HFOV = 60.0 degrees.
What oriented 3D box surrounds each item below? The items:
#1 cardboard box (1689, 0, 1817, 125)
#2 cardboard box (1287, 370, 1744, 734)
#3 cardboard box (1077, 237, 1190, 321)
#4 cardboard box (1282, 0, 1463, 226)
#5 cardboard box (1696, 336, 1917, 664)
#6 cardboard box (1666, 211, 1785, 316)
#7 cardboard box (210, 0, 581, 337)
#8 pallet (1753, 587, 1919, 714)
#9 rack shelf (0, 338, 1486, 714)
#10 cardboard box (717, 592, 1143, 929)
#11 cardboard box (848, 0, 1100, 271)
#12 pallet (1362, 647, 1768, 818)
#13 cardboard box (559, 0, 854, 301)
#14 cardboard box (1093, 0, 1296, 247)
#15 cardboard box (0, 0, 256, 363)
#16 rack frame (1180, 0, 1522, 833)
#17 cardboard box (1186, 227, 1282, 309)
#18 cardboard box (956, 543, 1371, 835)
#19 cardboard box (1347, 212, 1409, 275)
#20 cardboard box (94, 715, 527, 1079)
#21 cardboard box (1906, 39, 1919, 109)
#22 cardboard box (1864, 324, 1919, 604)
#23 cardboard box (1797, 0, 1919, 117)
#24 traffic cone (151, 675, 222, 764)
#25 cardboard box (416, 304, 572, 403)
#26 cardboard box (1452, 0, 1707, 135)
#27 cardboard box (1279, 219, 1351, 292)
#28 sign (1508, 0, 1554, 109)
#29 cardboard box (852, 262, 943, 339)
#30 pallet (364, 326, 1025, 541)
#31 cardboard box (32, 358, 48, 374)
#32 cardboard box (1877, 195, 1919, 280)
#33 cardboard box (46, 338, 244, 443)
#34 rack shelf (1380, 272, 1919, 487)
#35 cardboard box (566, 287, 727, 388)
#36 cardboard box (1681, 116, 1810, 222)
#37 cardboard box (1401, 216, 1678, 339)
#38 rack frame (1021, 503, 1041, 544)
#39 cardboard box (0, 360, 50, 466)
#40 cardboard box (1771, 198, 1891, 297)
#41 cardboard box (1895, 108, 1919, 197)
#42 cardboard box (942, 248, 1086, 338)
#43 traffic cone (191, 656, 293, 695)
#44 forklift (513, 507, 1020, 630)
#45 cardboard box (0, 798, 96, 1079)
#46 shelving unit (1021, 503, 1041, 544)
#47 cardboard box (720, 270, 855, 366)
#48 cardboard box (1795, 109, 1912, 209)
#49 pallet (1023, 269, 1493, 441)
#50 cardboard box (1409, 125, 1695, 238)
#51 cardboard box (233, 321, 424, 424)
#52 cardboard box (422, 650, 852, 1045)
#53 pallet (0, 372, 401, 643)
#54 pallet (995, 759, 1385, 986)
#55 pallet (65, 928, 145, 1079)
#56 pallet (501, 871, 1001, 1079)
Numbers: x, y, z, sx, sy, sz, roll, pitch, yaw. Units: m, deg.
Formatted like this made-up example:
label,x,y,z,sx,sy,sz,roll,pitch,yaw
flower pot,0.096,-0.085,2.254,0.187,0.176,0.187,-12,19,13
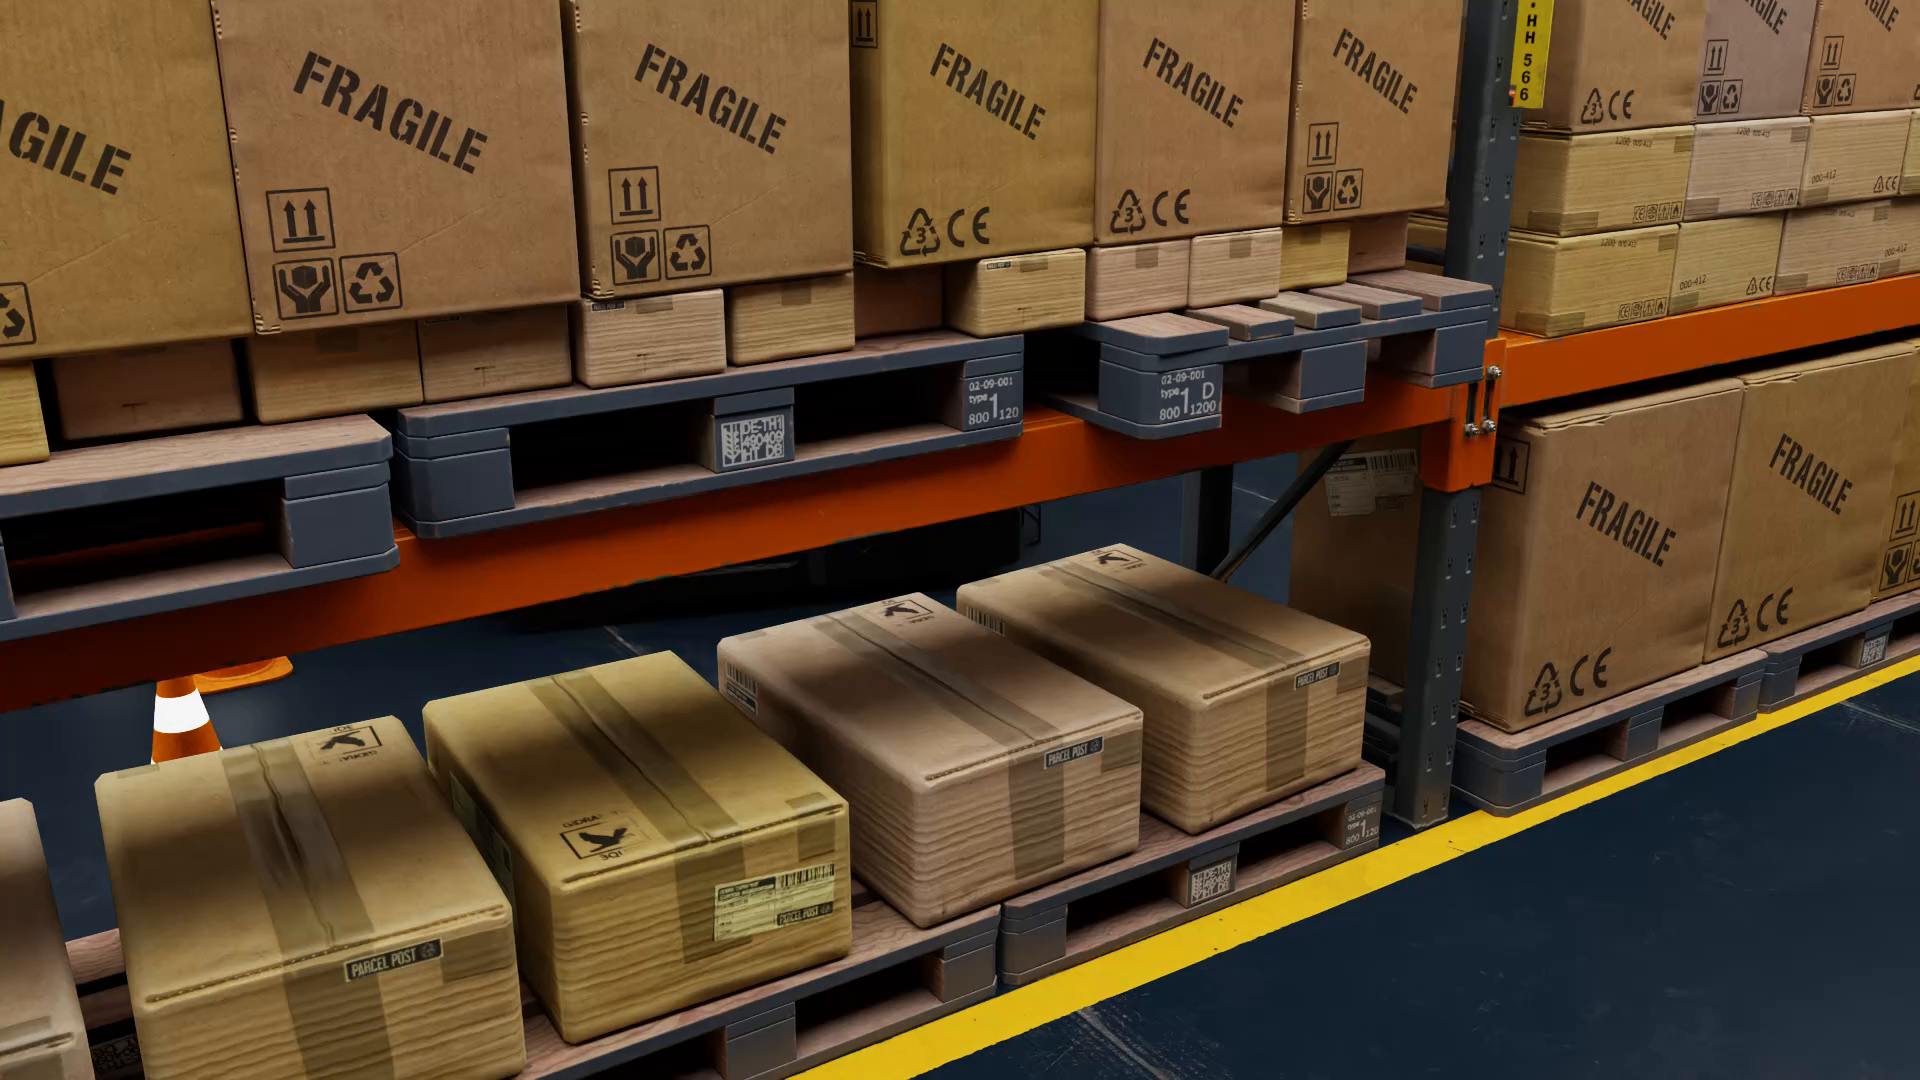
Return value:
label,x,y,z,sx,sy,sz,roll,pitch,yaw
cardboard box,1.949,-1.416,4.532,0.500,0.500,0.500,-12,22,-31
cardboard box,1.616,-0.075,4.946,0.875,0.875,0.875,-12,22,-32
cardboard box,0.264,-0.578,3.506,0.250,0.149,0.380,-13,23,-34
cardboard box,0.766,-1.016,3.791,0.500,0.500,0.500,-13,22,-33
cardboard box,2.363,-0.231,5.407,0.875,0.875,0.875,-12,22,-31
cardboard box,1.959,-0.827,4.740,0.500,0.250,0.500,-13,22,-33
cardboard box,-0.960,-0.644,2.689,0.500,0.500,0.500,-12,22,-32
pallet,2.711,0.205,5.808,1.213,0.211,1.003,-12,22,-31
rack shelf,-0.677,-0.090,3.452,4.000,0.370,1.077,-12,22,-31
cardboard box,-0.096,0.491,4.055,0.625,0.372,0.950,-12,22,-32
cardboard box,-0.080,-0.833,3.249,0.500,0.500,0.500,-14,23,-35
pallet,1.693,0.419,5.177,1.213,0.211,1.003,-12,22,-31
cardboard box,-0.537,-0.737,2.966,0.500,0.500,0.500,-13,23,-34
cardboard box,0.341,-0.922,3.513,0.500,0.500,0.500,-12,22,-32
cardboard box,-1.380,-0.560,2.443,0.500,0.500,0.500,-12,22,-31
rack frame,0.993,-0.784,4.379,0.127,3.000,1.000,-12,22,-31
cardboard box,0.479,-0.620,3.631,0.250,0.149,0.380,-12,22,-32
cardboard box,0.516,0.359,4.446,0.625,0.372,0.950,-14,23,-35
cardboard box,0.849,-0.743,3.995,0.250,0.149,0.380,-11,22,-29
cardboard box,-1.312,0.746,3.301,0.625,0.372,0.950,-10,21,-28
cardboard box,2.812,-1.591,5.050,0.500,0.500,0.500,-12,22,-31
cardboard box,3.110,-0.389,5.873,0.875,0.875,0.875,-11,22,-30
cardboard box,2.389,-1.503,4.790,0.500,0.500,0.500,-11,22,-30
traffic cone,-2.082,0.530,4.455,0.334,0.463,0.336,-12,22,-31
cardboard box,-0.859,-0.361,2.865,0.250,0.149,0.380,-12,22,-31
cardboard box,1.540,-1.326,4.266,0.500,0.500,0.500,-13,22,-33
cardboard box,0.665,-0.676,3.798,0.250,0.149,0.380,-12,22,-31
sign,1.300,-1.151,3.782,0.005,0.325,0.100,-12,22,-31
cardboard box,-0.237,-0.515,3.321,0.250,0.149,0.380,-12,22,-31
pallet,-0.638,-0.333,3.346,1.213,0.211,1.003,-12,22,-31
cardboard box,-1.644,-0.420,3.040,0.250,0.149,0.380,-12,22,-32
cardboard box,2.811,-1.005,5.269,0.500,0.250,0.500,-12,22,-31
cardboard box,-1.304,-0.284,2.637,0.250,0.149,0.380,-10,21,-28
rack shelf,2.664,-0.795,5.536,4.000,0.370,1.077,-12,22,-31
cardboard box,-0.608,-0.394,2.963,0.250,0.149,0.380,-11,22,-29
cardboard box,1.984,-1.063,4.660,0.500,0.250,0.500,-11,22,-30
cardboard box,1.540,-0.731,4.459,0.500,0.250,0.500,-12,22,-32
rack frame,0.290,-0.591,6.619,0.006,1.200,0.240,-5,19,-15
cardboard box,-1.499,-0.213,2.429,0.250,0.149,0.380,-11,22,-30
cardboard box,2.401,-0.917,5.009,0.500,0.250,0.500,-11,22,-30
cardboard box,2.838,-1.234,5.164,0.500,0.250,0.500,-11,22,-30
cardboard box,0.042,-0.525,3.352,0.250,0.149,0.380,-11,22,-30
traffic cone,-2.390,0.211,5.397,0.334,0.463,0.336,-12,22,-31
forklift,-1.348,-1.261,5.897,3.031,2.935,1.130,-5,19,-15
cardboard box,-1.911,0.874,2.924,0.625,0.372,0.950,-12,22,-31
shelving unit,0.202,-0.583,6.595,0.189,1.200,0.258,-5,19,-15
cardboard box,-0.402,-0.449,3.125,0.250,0.149,0.380,-13,22,-33
cardboard box,2.408,-1.148,4.910,0.500,0.250,0.500,-12,22,-32
pallet,0.457,-0.539,3.954,1.003,0.211,1.213,-12,22,-31
cardboard box,1.552,-0.973,4.391,0.500,0.250,0.500,-12,22,-32
cardboard box,-1.066,-0.318,2.738,0.250,0.149,0.380,-12,22,-31
cardboard box,-0.733,0.623,3.665,0.625,0.372,0.950,-11,22,-30
pallet,-1.629,-0.084,2.609,1.213,0.211,1.003,-12,22,-31
pallet,0.340,0.675,4.419,1.213,0.211,1.003,-12,22,-31
pallet,-1.698,1.104,3.148,1.213,0.211,1.003,-12,22,-31
pallet,-0.678,0.888,3.788,1.213,0.211,1.003,-12,22,-31
